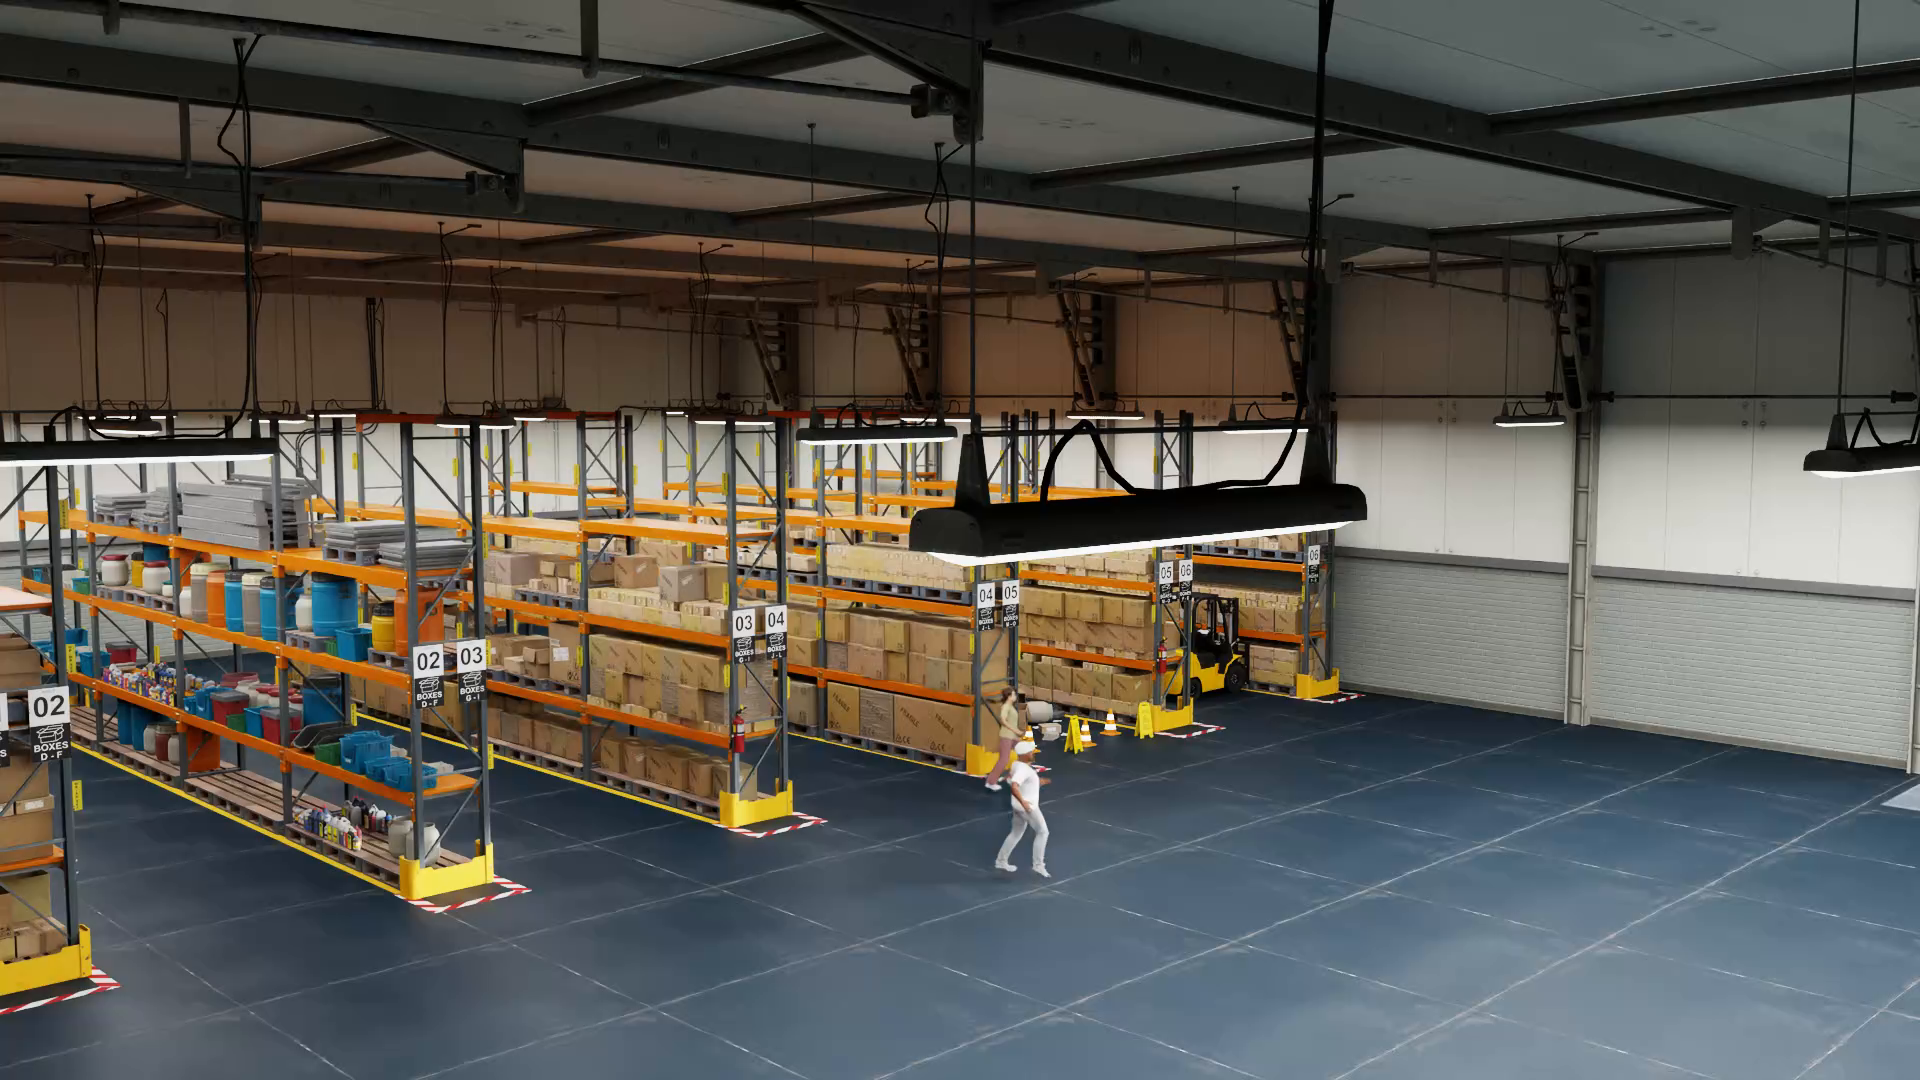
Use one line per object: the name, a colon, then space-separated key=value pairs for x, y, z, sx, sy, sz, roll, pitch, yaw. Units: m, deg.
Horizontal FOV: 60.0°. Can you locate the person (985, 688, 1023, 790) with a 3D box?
person: x=0.779 y=3.198 z=26.723 sx=0.670 sy=1.664 sz=0.639 roll=1 pitch=5 yaw=15

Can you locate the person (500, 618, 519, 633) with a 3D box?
person: x=-10.960 y=1.940 z=40.737 sx=0.765 sy=1.763 sz=0.709 roll=0 pitch=5 yaw=2

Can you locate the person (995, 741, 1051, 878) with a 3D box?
person: x=0.849 y=3.552 z=21.855 sx=0.775 sy=1.831 sz=0.672 roll=-2 pitch=5 yaw=-19

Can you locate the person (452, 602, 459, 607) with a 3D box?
person: x=-11.411 y=2.239 z=37.703 sx=0.686 sy=1.703 sz=0.668 roll=-3 pitch=6 yaw=-31
